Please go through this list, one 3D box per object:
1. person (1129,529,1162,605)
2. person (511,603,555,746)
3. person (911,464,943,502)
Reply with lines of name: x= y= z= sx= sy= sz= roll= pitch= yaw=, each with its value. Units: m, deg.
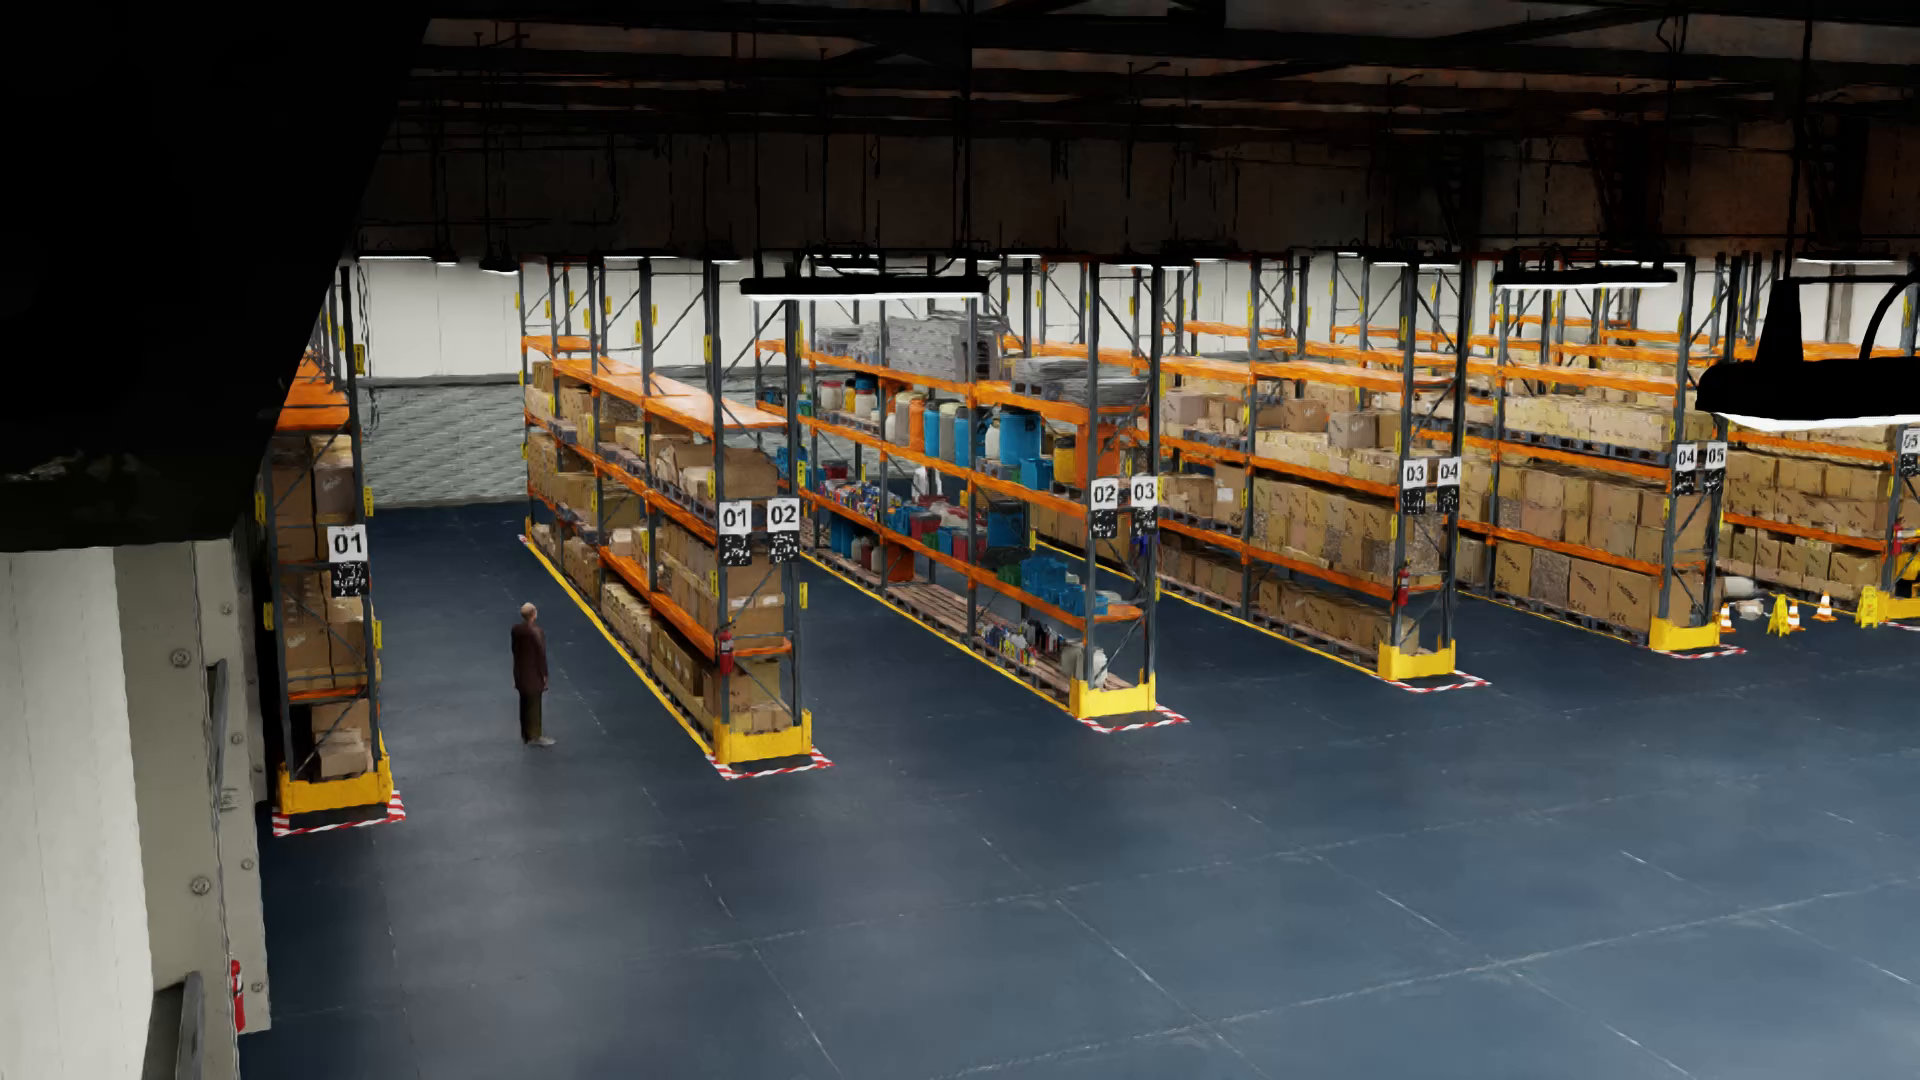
person: x=3.201 y=0.353 z=28.698 sx=0.592 sy=1.604 sz=0.517 roll=-5 pitch=11 yaw=-24
person: x=-5.361 y=1.657 z=20.929 sx=0.656 sy=1.790 sz=0.520 roll=8 pitch=13 yaw=38
person: x=-0.687 y=-0.927 z=35.293 sx=0.603 sy=1.725 sz=1.111 roll=-4 pitch=11 yaw=-23
